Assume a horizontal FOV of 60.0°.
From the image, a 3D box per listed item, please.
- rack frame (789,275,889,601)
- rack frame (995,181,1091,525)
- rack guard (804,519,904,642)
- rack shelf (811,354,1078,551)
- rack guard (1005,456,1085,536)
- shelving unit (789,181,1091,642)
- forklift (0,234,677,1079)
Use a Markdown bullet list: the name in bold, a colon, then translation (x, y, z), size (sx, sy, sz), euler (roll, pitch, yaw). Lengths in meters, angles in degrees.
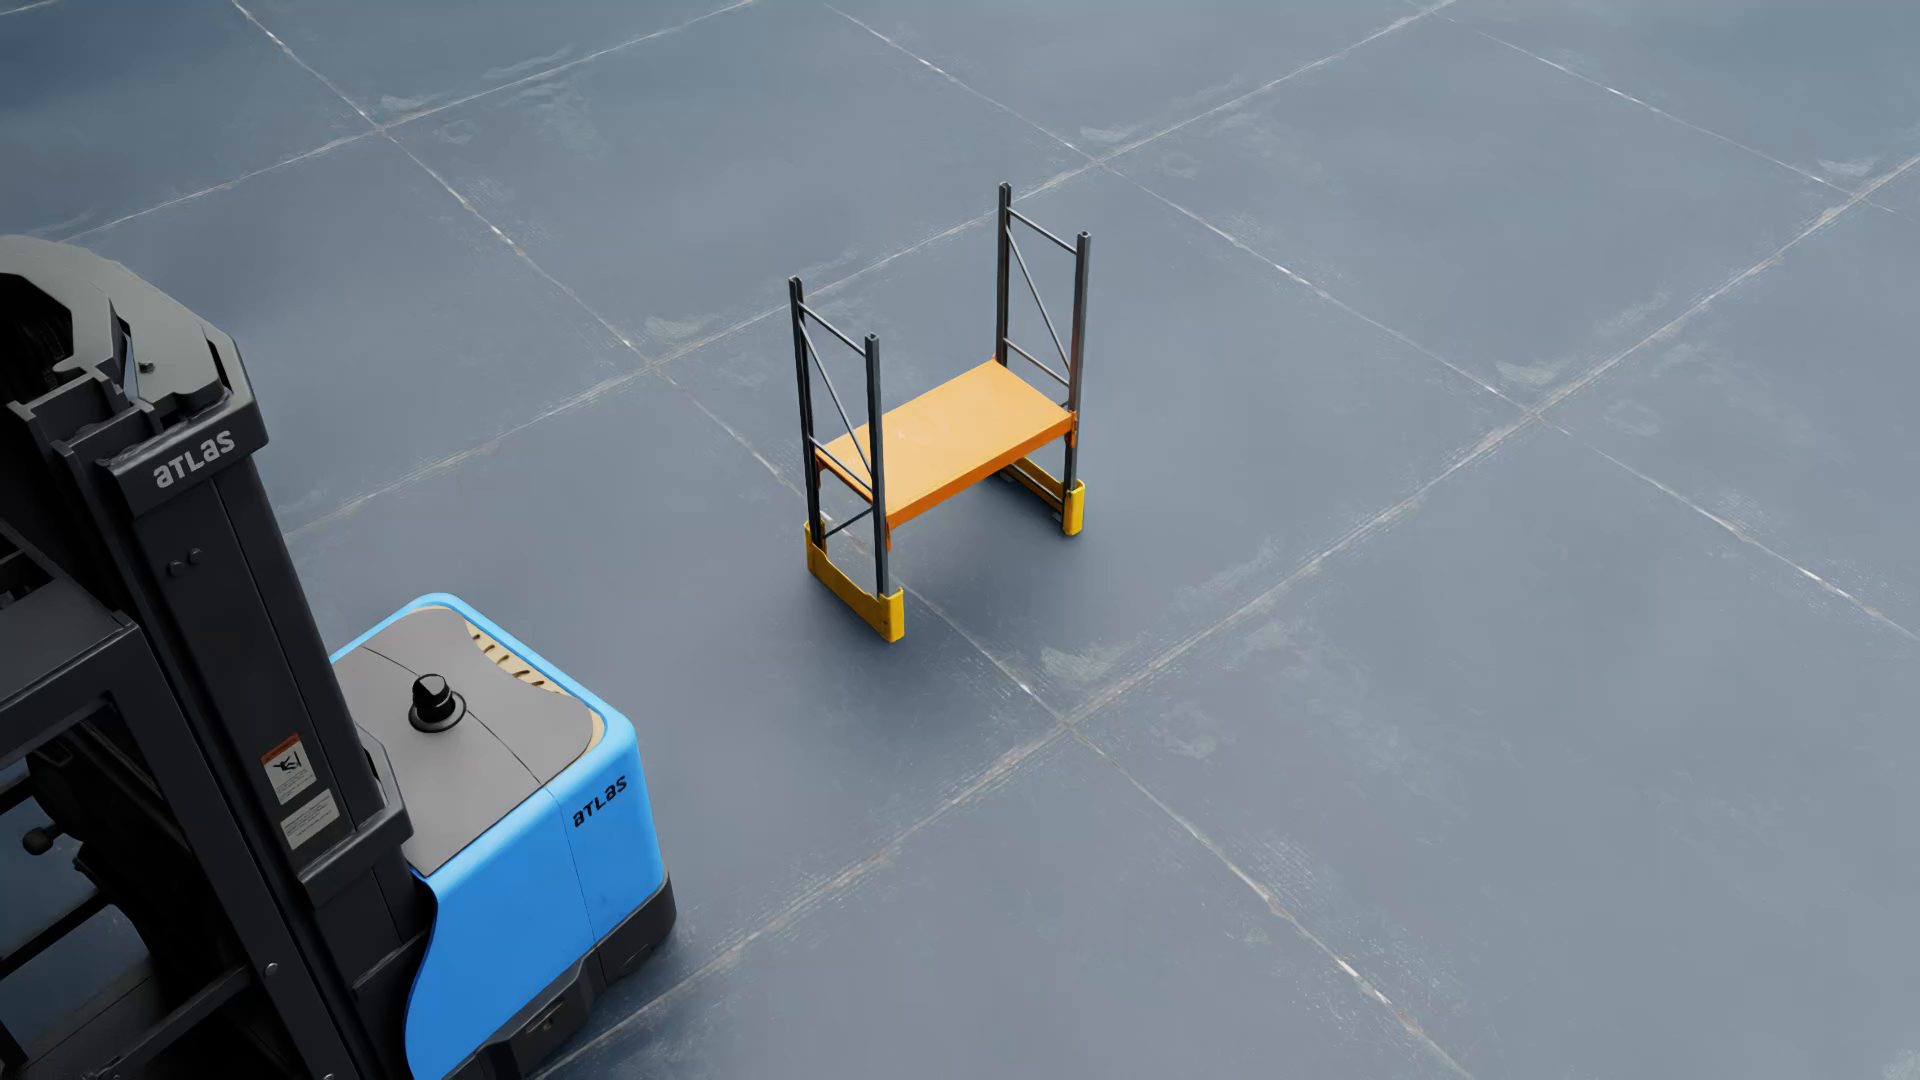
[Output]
- **rack frame**: translation (-0.455, -0.286, 6.459), size (0.032, 1.500, 0.500), euler (-30, 51, -28)
- **rack frame**: translation (0.324, -0.733, 6.934), size (0.032, 1.500, 0.500), euler (-30, 51, -28)
- **rack guard**: translation (-0.440, 0.161, 6.896), size (0.087, 0.250, 0.587), euler (-30, 51, -28)
- **rack shelf**: translation (-0.065, -0.378, 6.820), size (1.000, 0.185, 0.538), euler (-30, 51, -28)
- **rack guard**: translation (0.324, -0.276, 7.362), size (0.087, 0.250, 0.587), euler (-30, 51, -28)
- **shelving unit**: translation (-0.058, -0.513, 6.701), size (1.083, 1.500, 0.587), euler (-30, 51, -28)
- **forklift**: translation (-2.305, 0.852, 4.202), size (1.130, 2.935, 3.031), euler (29, 51, 28)
